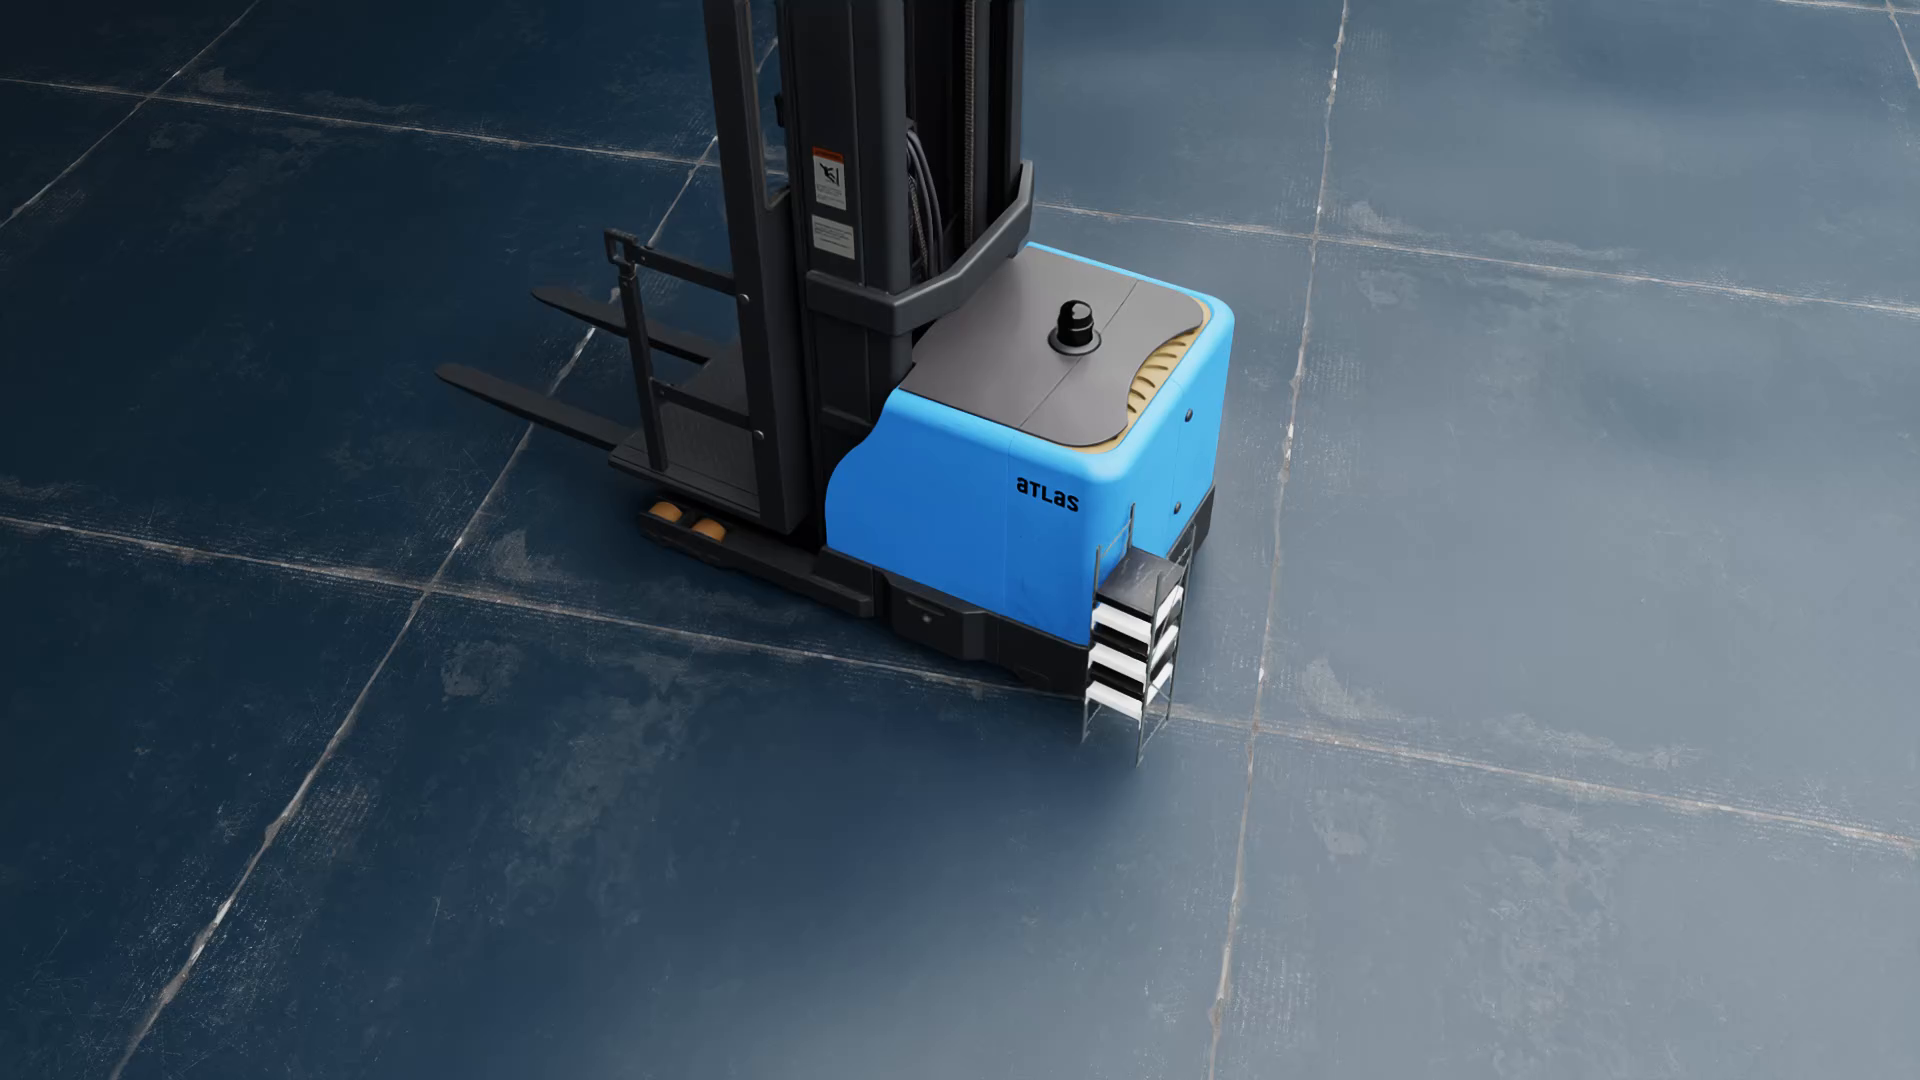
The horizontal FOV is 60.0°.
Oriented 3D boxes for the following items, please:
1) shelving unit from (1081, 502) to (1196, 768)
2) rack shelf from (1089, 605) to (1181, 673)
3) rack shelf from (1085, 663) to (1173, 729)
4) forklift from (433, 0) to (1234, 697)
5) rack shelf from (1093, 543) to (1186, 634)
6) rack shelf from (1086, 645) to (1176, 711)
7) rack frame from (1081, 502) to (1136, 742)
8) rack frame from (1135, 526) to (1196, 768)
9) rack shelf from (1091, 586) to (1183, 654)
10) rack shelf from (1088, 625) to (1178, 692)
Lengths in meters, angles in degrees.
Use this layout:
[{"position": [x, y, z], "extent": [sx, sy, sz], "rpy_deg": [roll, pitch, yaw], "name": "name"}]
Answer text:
[{"position": [0.557, 0.317, 5.272], "extent": [0.210, 0.900, 0.258], "rpy_deg": [23, 49, 22], "name": "shelving unit"}, {"position": [0.557, 0.276, 5.232], "extent": [0.200, 0.077, 0.258], "rpy_deg": [23, 49, 22], "name": "rack shelf"}, {"position": [0.556, 0.471, 5.420], "extent": [0.200, 0.077, 0.258], "rpy_deg": [23, 49, 22], "name": "rack shelf"}, {"position": [-0.615, -1.270, 5.456], "extent": [3.031, 2.935, 1.130], "rpy_deg": [21, 48, 20], "name": "forklift"}, {"position": [0.557, 0.146, 5.108], "extent": [0.200, 0.077, 0.258], "rpy_deg": [23, 49, 22], "name": "rack shelf"}, {"position": [0.556, 0.406, 5.357], "extent": [0.200, 0.077, 0.258], "rpy_deg": [23, 49, 22], "name": "rack shelf"}, {"position": [0.470, 0.280, 5.310], "extent": [0.006, 0.900, 0.240], "rpy_deg": [23, 49, 22], "name": "rack frame"}, {"position": [0.643, 0.354, 5.233], "extent": [0.006, 0.900, 0.240], "rpy_deg": [23, 49, 22], "name": "rack frame"}, {"position": [0.557, 0.211, 5.170], "extent": [0.200, 0.077, 0.258], "rpy_deg": [23, 49, 22], "name": "rack shelf"}, {"position": [0.556, 0.341, 5.295], "extent": [0.200, 0.077, 0.258], "rpy_deg": [23, 49, 22], "name": "rack shelf"}]
